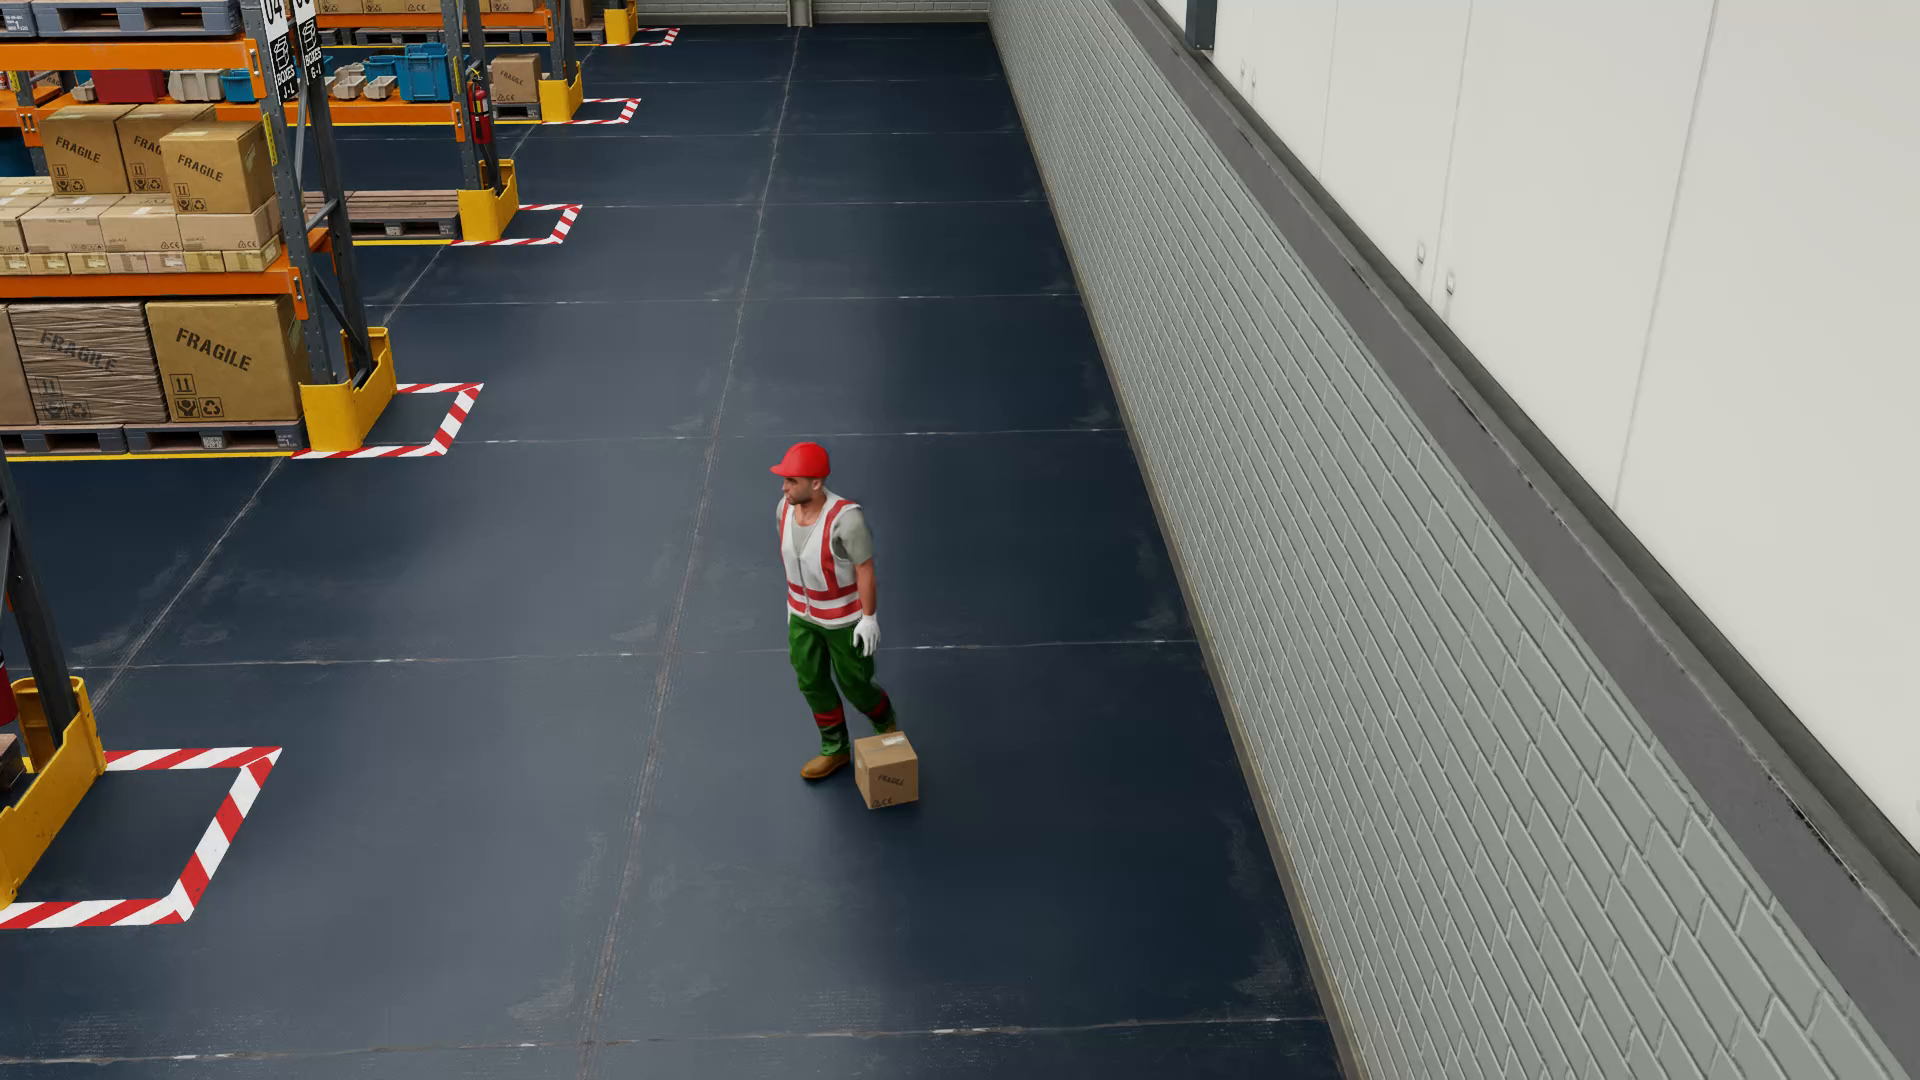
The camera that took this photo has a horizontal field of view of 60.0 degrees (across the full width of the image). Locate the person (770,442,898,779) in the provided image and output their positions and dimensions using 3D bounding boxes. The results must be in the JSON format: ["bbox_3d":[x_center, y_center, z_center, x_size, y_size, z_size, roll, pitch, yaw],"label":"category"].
[{"bbox_3d":[-0.584,0.321,7.975,0.579,1.778,0.578,17,32,30],"label":"person"}]
